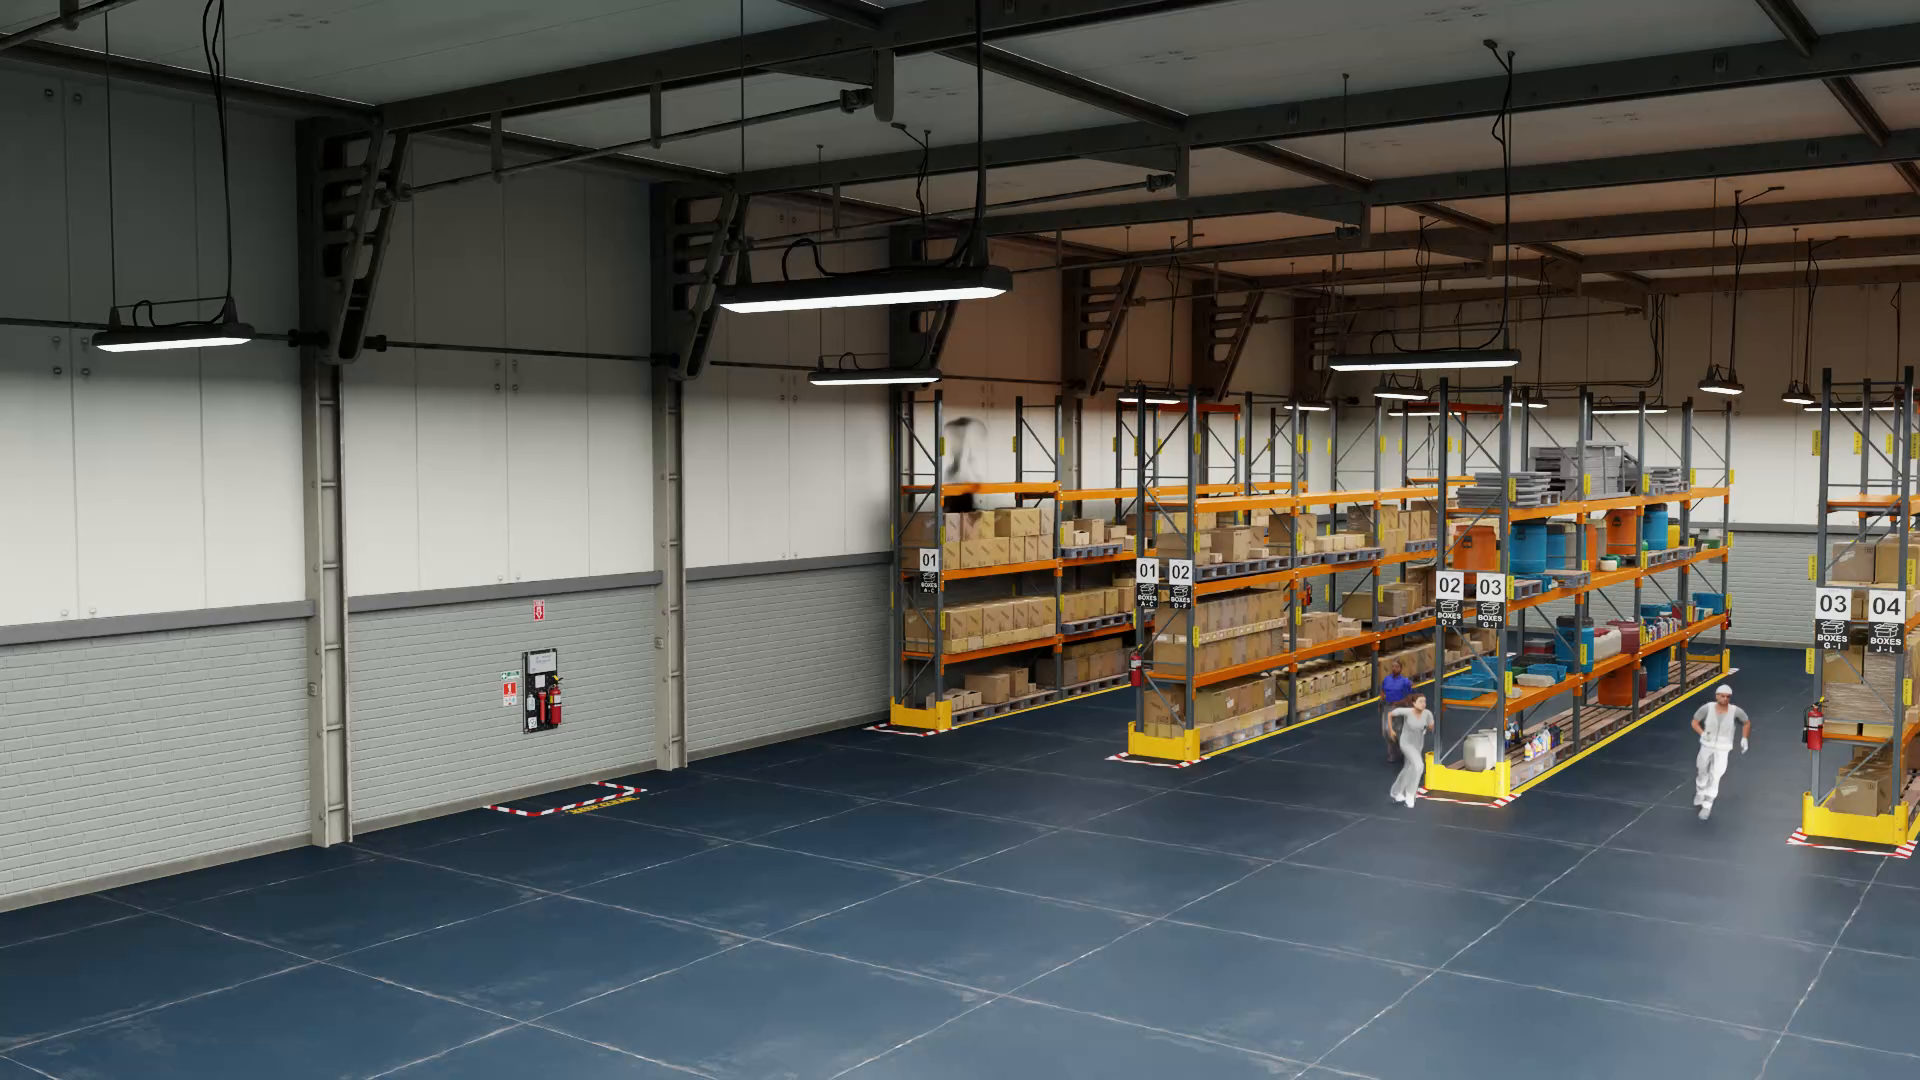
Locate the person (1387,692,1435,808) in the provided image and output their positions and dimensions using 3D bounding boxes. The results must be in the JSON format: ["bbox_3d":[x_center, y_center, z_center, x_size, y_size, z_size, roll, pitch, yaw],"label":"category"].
[{"bbox_3d":[6.232,2.880,23.013,0.557,1.603,0.876,-1,3,-21],"label":"person"}]

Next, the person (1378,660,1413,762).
[{"bbox_3d":[6.890,2.722,26.397,0.570,1.602,0.559,2,4,34],"label":"person"}]

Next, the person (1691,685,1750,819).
[{"bbox_3d":[10.327,2.843,22.598,0.724,1.791,0.886,2,4,27],"label":"person"}]
